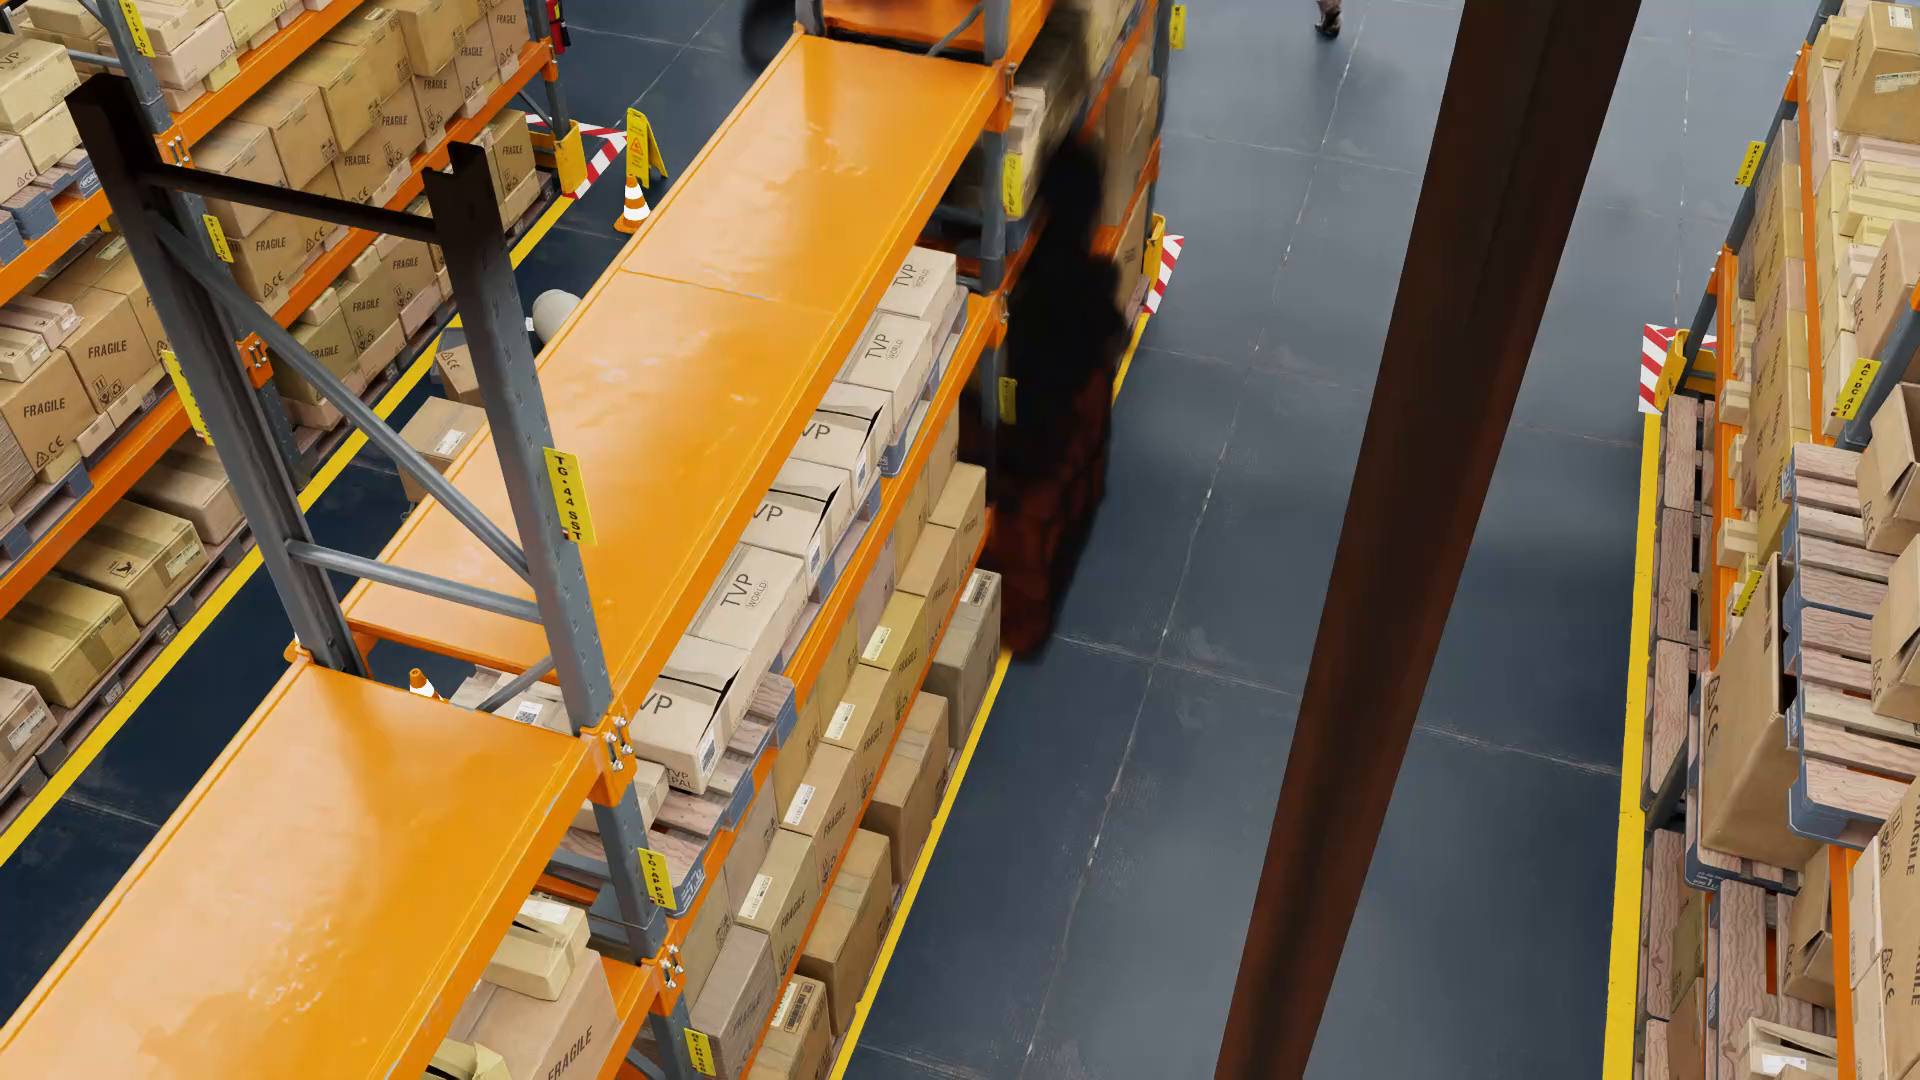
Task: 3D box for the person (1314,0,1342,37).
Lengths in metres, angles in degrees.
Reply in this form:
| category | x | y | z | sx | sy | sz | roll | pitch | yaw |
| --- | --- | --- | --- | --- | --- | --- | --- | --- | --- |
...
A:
| category | x | y | z | sx | sy | sz | roll | pitch | yaw |
| --- | --- | --- | --- | --- | --- | --- | --- | --- | --- |
| person | 3.447 | -5.468 | 15.310 | 0.655 | 1.678 | 0.570 | -25 | 51 | -23 |
